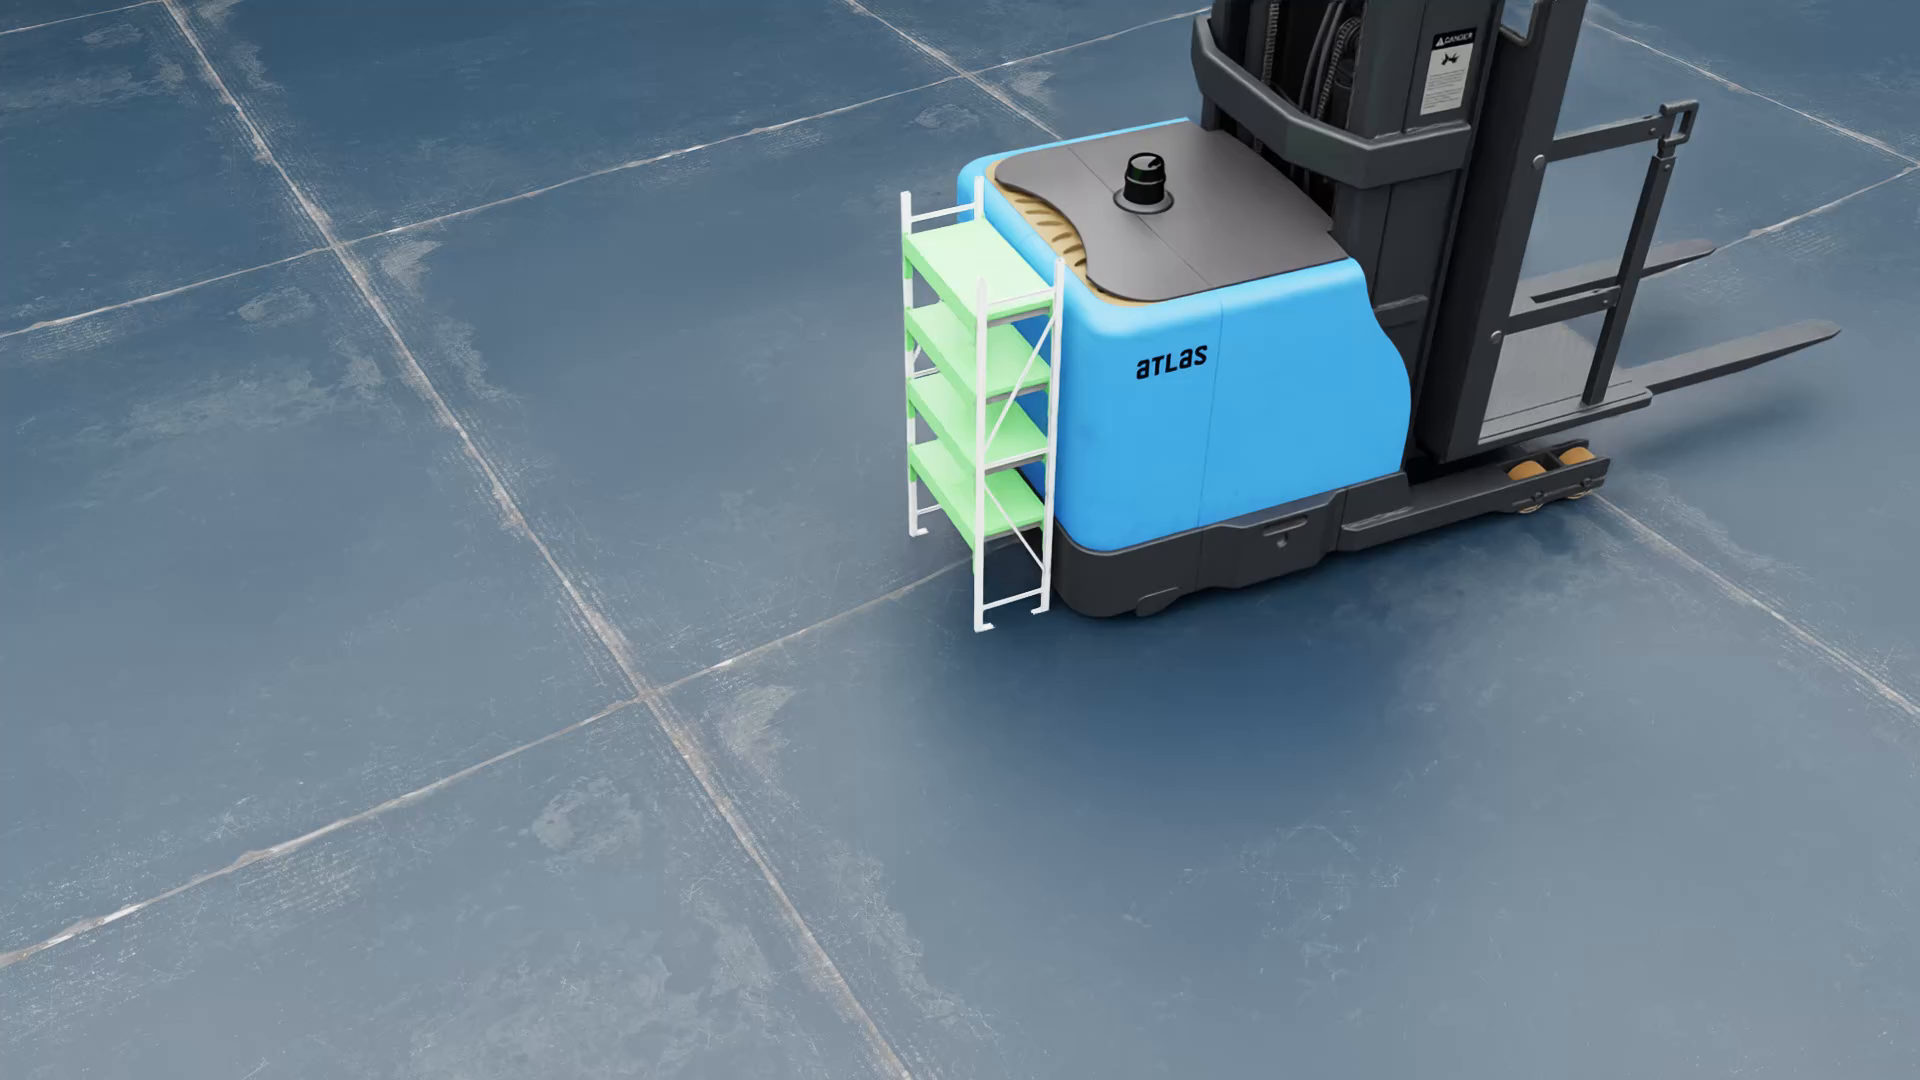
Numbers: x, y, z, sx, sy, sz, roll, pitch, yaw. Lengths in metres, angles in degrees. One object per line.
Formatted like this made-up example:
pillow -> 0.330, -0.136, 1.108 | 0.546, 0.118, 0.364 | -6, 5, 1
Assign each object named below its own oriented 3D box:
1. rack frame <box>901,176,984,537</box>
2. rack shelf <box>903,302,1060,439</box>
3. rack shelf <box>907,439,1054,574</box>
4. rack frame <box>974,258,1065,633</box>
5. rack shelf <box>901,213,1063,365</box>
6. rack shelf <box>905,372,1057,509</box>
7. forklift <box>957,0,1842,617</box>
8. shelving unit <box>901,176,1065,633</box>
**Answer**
rack frame -> -0.047, -0.507, 4.922 | 0.240, 1.200, 0.015 | -16, 42, -19
rack shelf -> 0.054, -0.500, 4.638 | 0.258, 0.148, 0.480 | -16, 42, -19
rack shelf -> 0.054, -0.132, 4.945 | 0.258, 0.148, 0.480 | -16, 42, -19
rack frame -> 0.155, -0.223, 4.580 | 0.240, 1.200, 0.015 | -16, 42, -19
rack shelf -> 0.054, -0.685, 4.484 | 0.258, 0.148, 0.480 | -16, 42, -19
rack shelf -> 0.054, -0.316, 4.792 | 0.258, 0.148, 0.480 | -16, 42, -19
forklift -> 1.544, -1.509, 4.771 | 3.031, 2.935, 1.130 | -15, 42, -17
shelving unit -> 0.054, -0.365, 4.751 | 0.258, 1.200, 0.503 | -16, 42, -19
